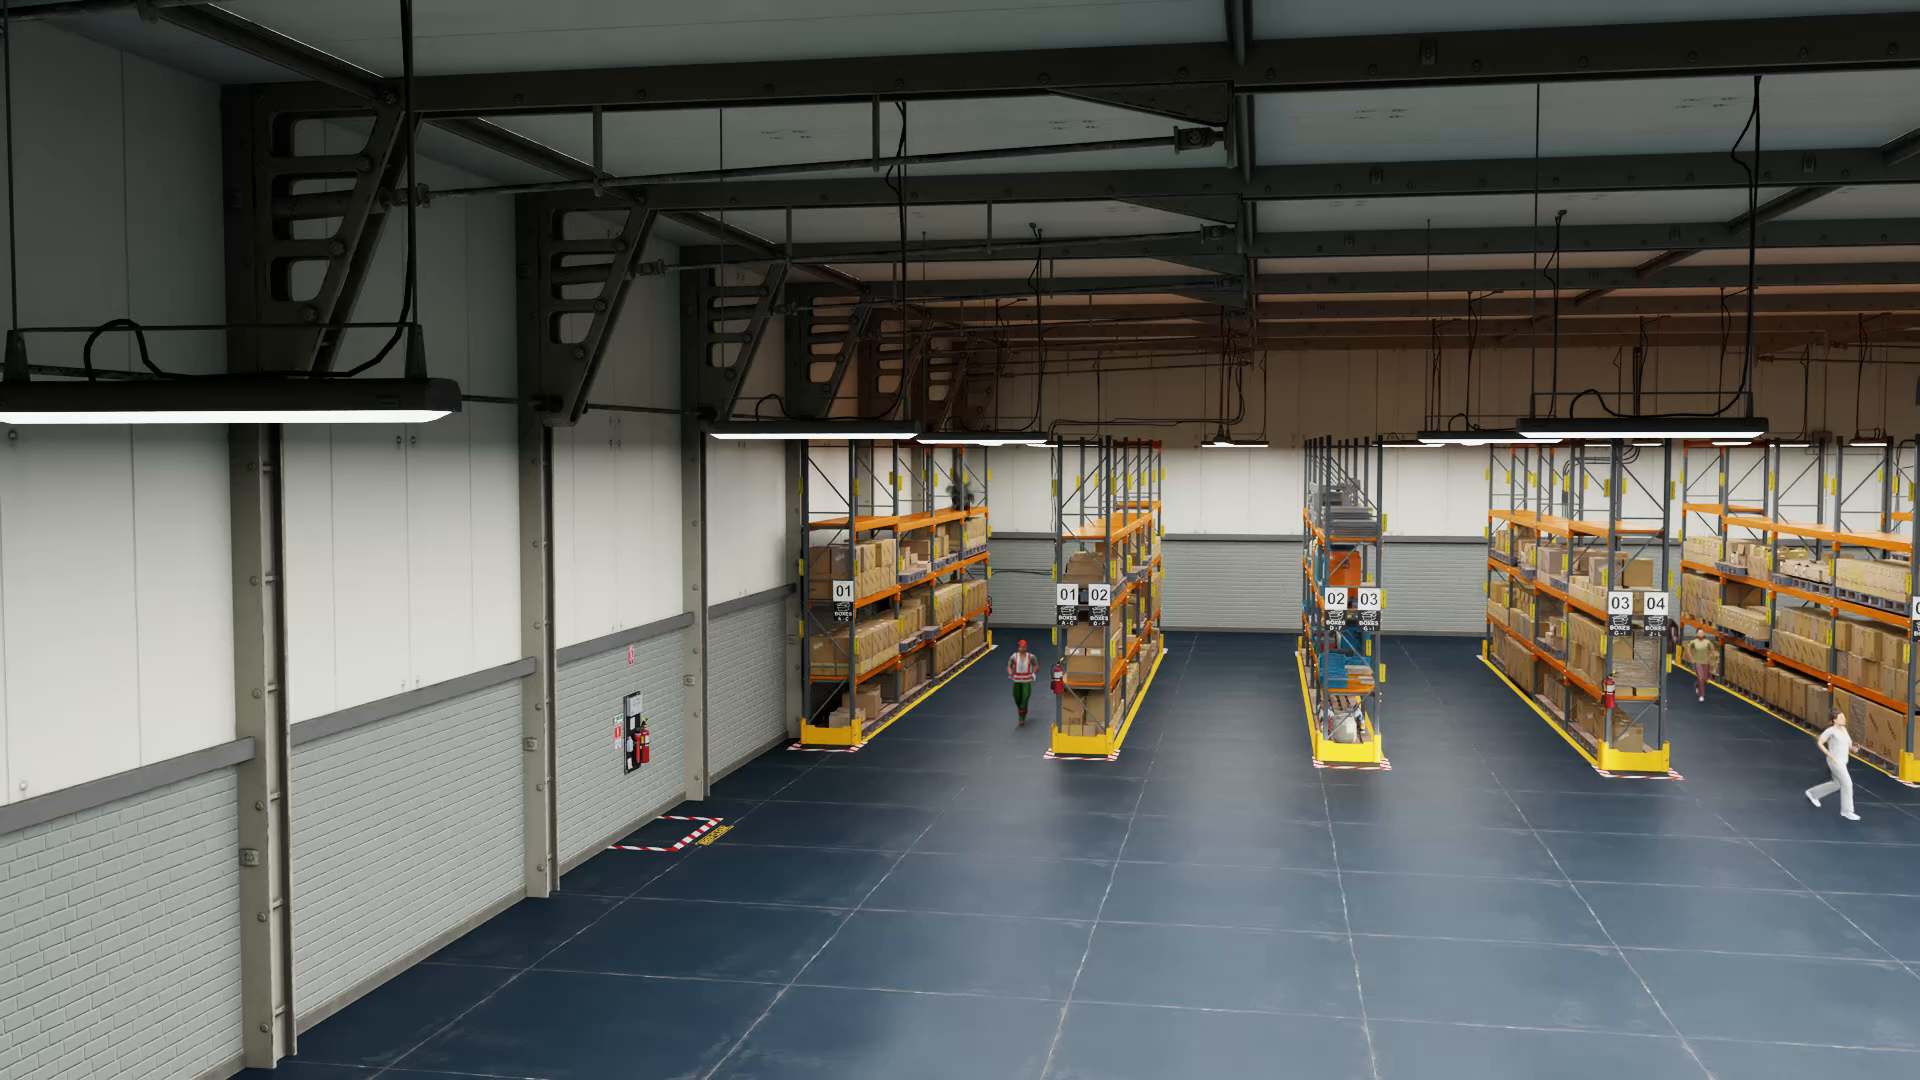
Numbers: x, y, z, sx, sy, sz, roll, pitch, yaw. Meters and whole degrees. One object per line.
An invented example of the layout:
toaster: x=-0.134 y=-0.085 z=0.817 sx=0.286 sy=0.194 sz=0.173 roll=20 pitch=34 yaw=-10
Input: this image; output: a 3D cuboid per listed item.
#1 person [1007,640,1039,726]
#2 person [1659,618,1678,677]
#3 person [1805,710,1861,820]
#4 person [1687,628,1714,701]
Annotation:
person: x=1.317 y=2.969 z=34.847 sx=0.655 sy=1.762 sz=0.823 roll=0 pitch=3 yaw=6
person: x=17.648 y=2.597 z=41.692 sx=0.732 sy=1.732 sz=0.751 roll=1 pitch=3 yaw=14
person: x=13.689 y=3.487 z=26.022 sx=0.561 sy=1.673 sz=0.851 roll=-2 pitch=4 yaw=-36
person: x=17.021 y=2.844 z=38.207 sx=0.575 sy=1.656 sz=0.720 roll=1 pitch=3 yaw=14
